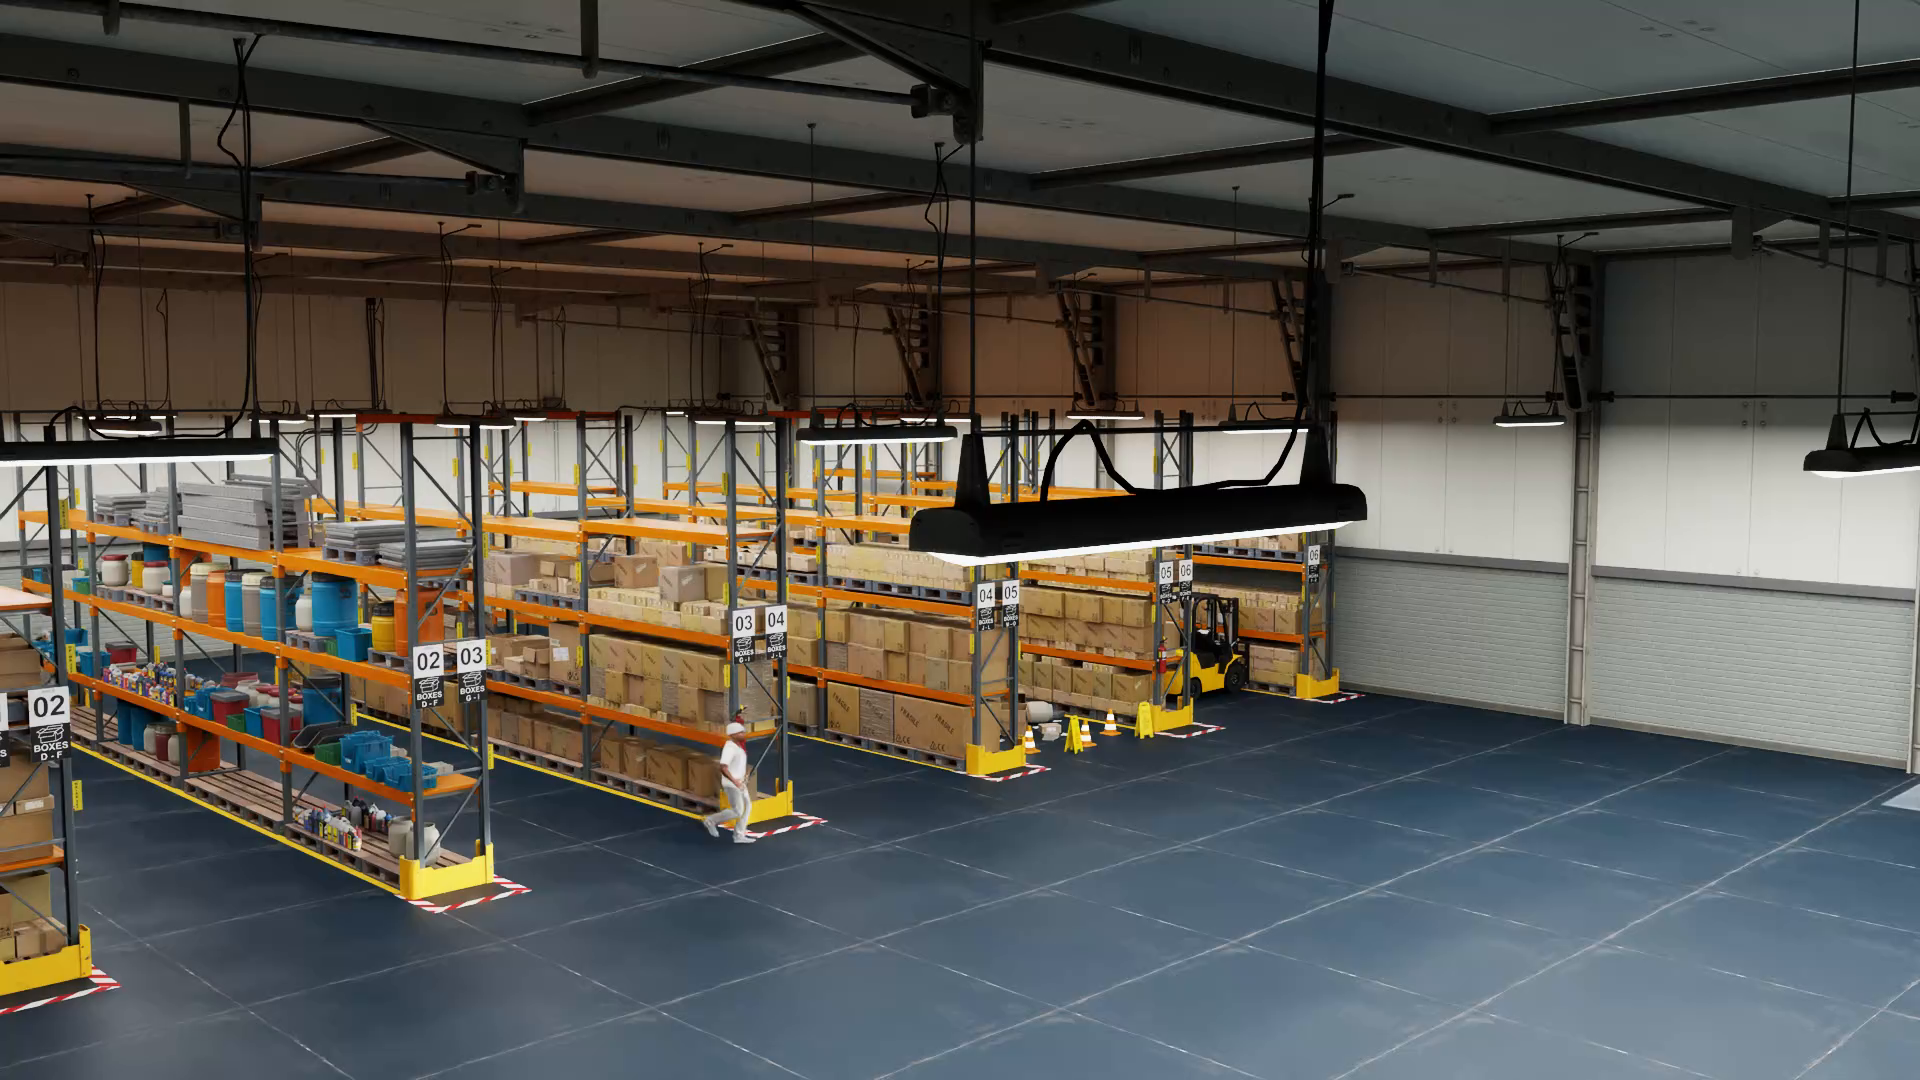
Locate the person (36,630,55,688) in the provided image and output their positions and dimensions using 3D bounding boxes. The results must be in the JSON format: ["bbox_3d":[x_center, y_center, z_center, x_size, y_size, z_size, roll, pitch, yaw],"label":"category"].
[{"bbox_3d":[-18.455,2.621,33.506,0.644,1.633,0.548,4,6,39],"label":"person"}]

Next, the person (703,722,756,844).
[{"bbox_3d":[-3.266,3.436,23.505,0.732,1.729,0.724,0,5,3],"label":"person"}]

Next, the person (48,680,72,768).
[{"bbox_3d":[-15.444,3.117,28.196,0.861,1.565,0.689,4,6,39],"label":"person"}]
